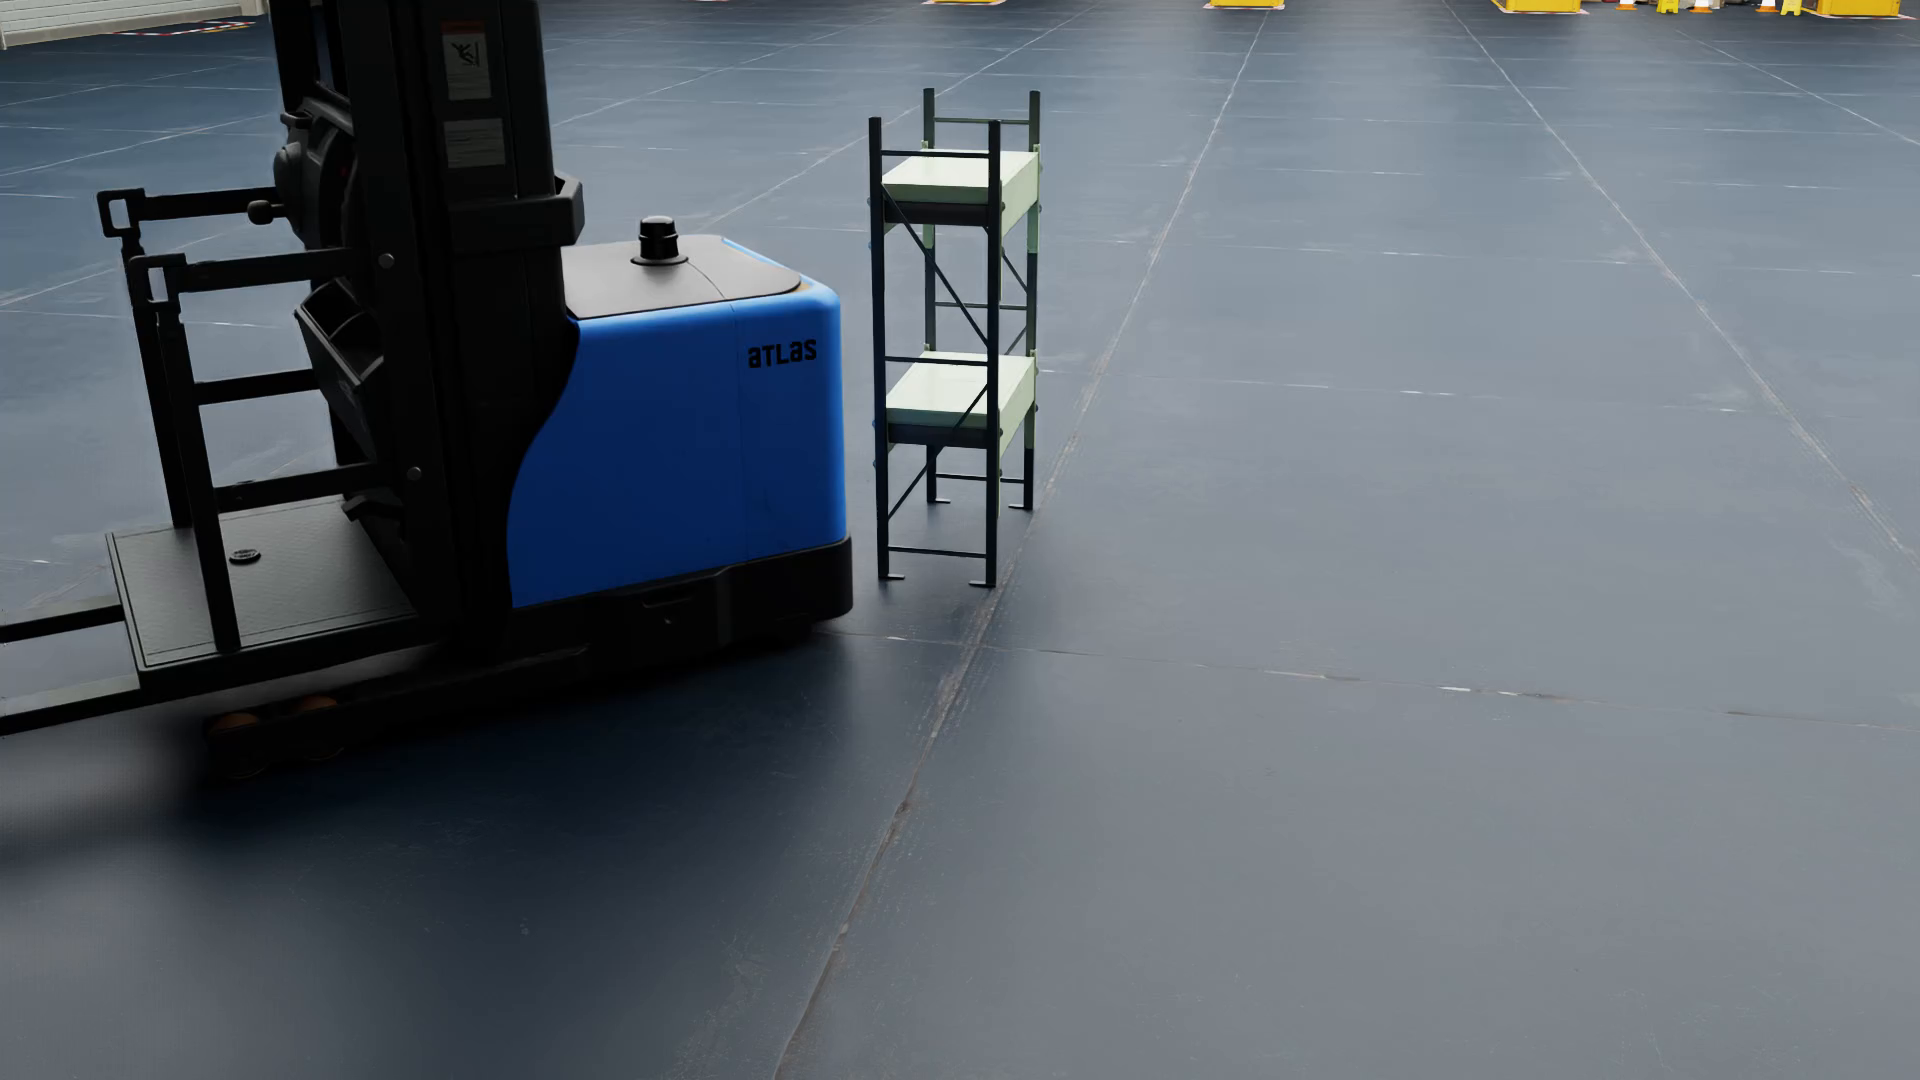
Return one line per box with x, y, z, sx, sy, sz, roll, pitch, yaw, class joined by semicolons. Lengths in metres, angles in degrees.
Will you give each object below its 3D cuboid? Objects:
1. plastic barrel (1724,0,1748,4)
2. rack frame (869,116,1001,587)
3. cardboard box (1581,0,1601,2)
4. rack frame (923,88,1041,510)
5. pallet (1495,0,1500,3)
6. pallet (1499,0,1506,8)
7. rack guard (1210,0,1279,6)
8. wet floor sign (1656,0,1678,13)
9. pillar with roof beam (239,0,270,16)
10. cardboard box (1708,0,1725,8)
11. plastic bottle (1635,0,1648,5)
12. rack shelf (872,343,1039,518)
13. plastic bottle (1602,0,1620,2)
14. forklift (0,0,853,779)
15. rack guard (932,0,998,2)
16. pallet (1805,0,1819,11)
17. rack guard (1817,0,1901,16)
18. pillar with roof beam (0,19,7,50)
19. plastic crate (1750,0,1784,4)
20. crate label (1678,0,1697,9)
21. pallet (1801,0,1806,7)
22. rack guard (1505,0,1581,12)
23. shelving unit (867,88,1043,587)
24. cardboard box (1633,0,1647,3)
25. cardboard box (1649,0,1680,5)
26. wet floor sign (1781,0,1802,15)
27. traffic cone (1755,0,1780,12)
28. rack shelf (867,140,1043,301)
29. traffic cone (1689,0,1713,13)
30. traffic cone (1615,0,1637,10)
13.605;-9.645;29.235;0.421;0.421;0.512;-16;27;-35;plastic barrel
-0.076;-0.559;5.235;0.400;1.500;0.023;4;22;11;rack frame
11.303;-9.968;29.931;0.500;0.500;0.500;8;23;20;cardboard box
0.073;-0.827;5.900;0.400;1.500;0.023;4;22;11;rack frame
10.137;-9.759;29.803;1.003;0.211;1.213;4;22;11;pallet
9.886;-9.314;28.698;1.003;0.211;1.213;4;22;11;pallet
4.980;-9.593;29.003;1.175;0.500;0.348;4;22;11;rack guard
11.732;-9.056;27.475;0.267;0.644;0.232;1;22;2;wet floor sign
-7.297;-12.439;24.695;9.100;9.000;0.400;4;22;11;pillar with roof beam
12.956;-9.280;28.696;0.380;0.149;0.250;18;28;38;cardboard box
11.996;-9.475;29.299;0.133;0.061;0.283;-3;22;-8;plastic bottle
-0.001;-0.391;5.689;0.431;0.370;0.720;4;22;11;rack shelf
11.641;-9.642;29.713;0.283;0.061;0.133;-3;22;-8;plastic bottle
-1.869;-0.965;4.326;3.031;2.935;1.130;-12;25;-27;forklift
0.085;-9.974;29.949;1.175;0.500;0.348;4;22;11;rack guard
14.882;-8.998;27.912;1.003;0.211;1.213;4;22;11;pallet
14.681;-8.837;27.127;1.175;0.500;0.348;4;22;11;rack guard
-8.521;-10.245;19.247;9.100;9.000;0.400;4;22;11;pillar with roof beam
14.359;-9.566;29.499;0.402;0.080;0.583;-3;22;-8;plastic crate
12.434;-9.149;28.388;0.250;0.136;0.298;-7;23;-17;crate label
15.133;-9.443;29.017;1.003;0.211;1.213;4;22;11;pallet
9.794;-9.141;27.882;1.175;0.500;0.348;4;22;11;rack guard
-0.001;-0.693;5.567;0.431;1.500;0.755;4;22;11;shelving unit
12.068;-9.735;29.670;0.396;0.266;0.258;8;23;20;cardboard box
12.546;-9.646;29.132;0.797;0.503;0.637;-11;25;-26;cardboard box
13.580;-8.889;27.061;0.267;0.644;0.232;13;25;29;wet floor sign
13.491;-9.048;27.700;0.336;0.463;0.334;4;22;11;traffic cone
-0.001;-1.055;5.422;0.431;0.370;0.720;4;22;11;rack shelf
12.335;-9.008;27.601;0.336;0.463;0.334;4;22;11;traffic cone
11.298;-9.219;28.124;0.336;0.463;0.334;4;22;11;traffic cone
